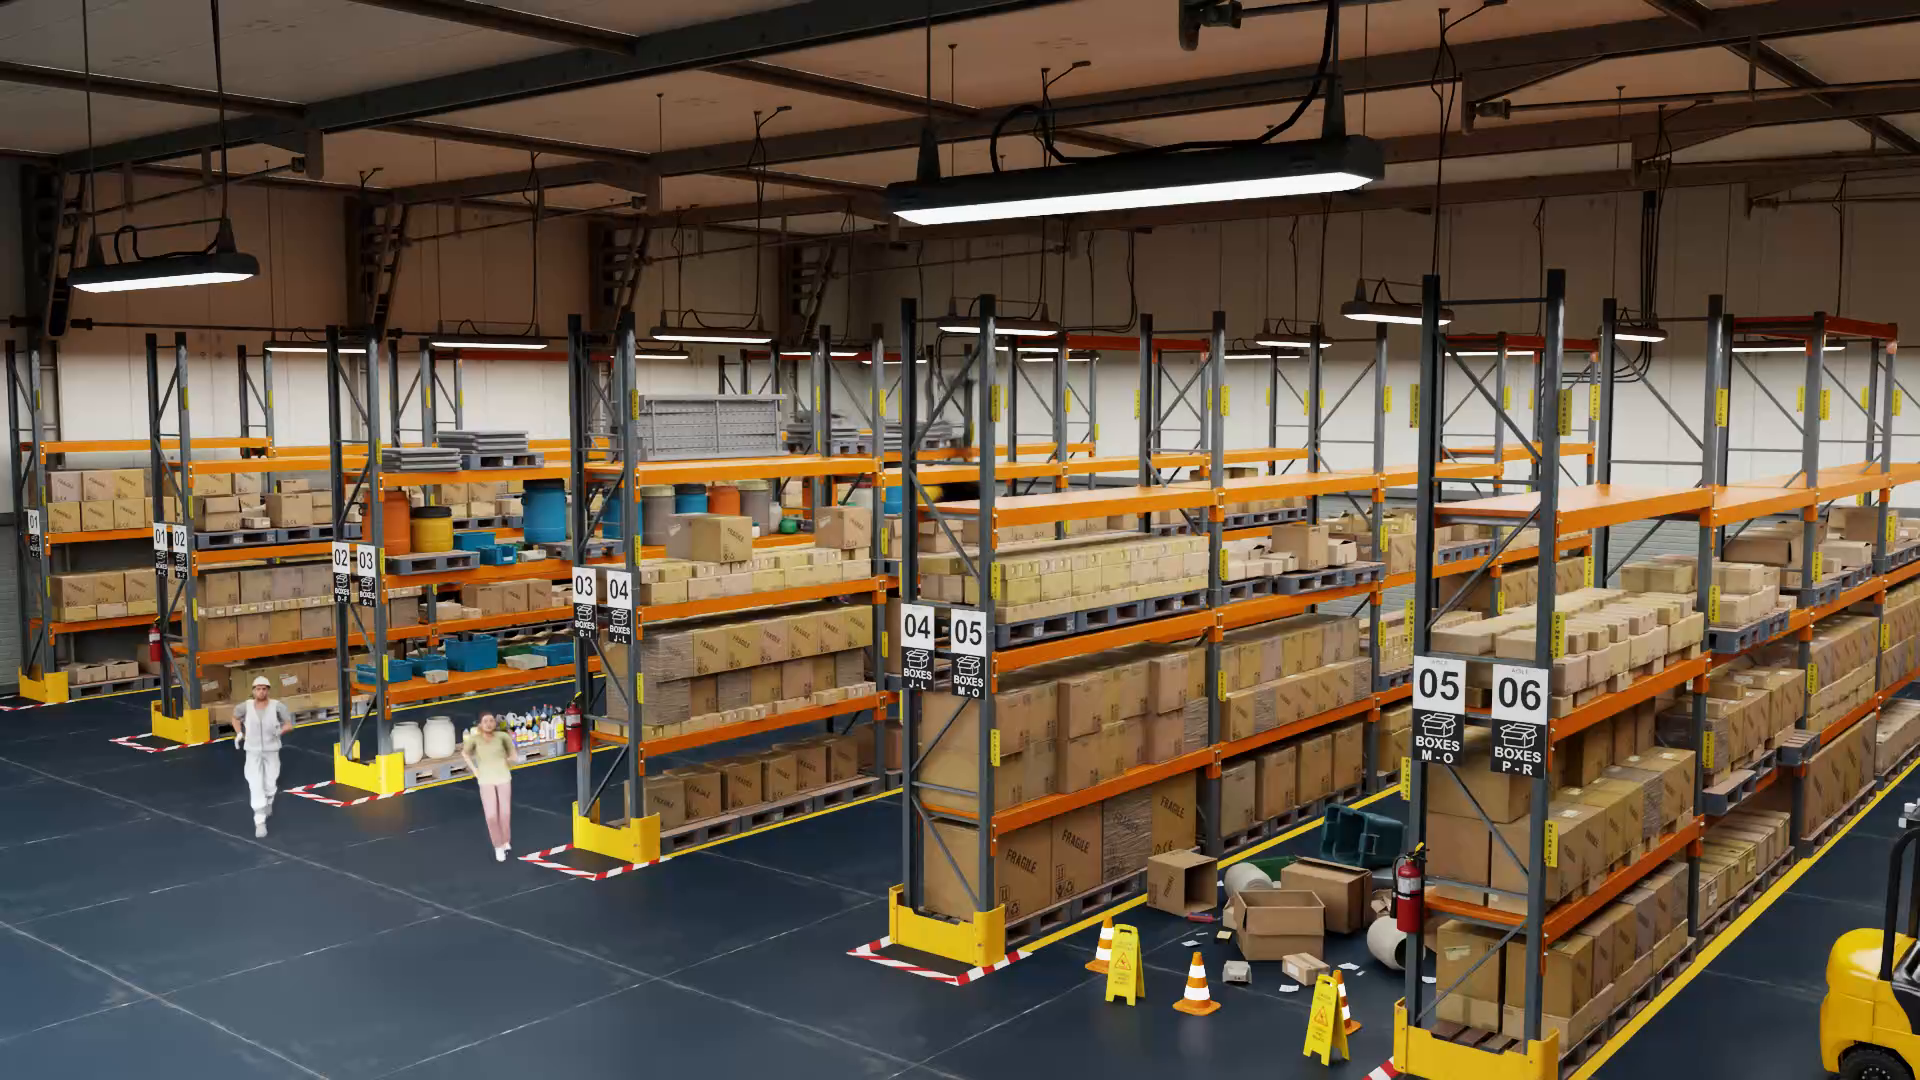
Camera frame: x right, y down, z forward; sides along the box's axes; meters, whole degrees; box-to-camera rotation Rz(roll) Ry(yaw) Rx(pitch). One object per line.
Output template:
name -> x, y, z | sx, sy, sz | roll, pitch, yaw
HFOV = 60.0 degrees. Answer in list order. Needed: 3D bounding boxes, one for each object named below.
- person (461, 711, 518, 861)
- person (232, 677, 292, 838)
person -> -5.152, 2.707, 18.305 | 0.583, 1.691, 0.660 | -2, 6, -24
person -> -8.194, 2.497, 19.557 | 0.651, 1.805, 0.983 | -2, 6, -24
